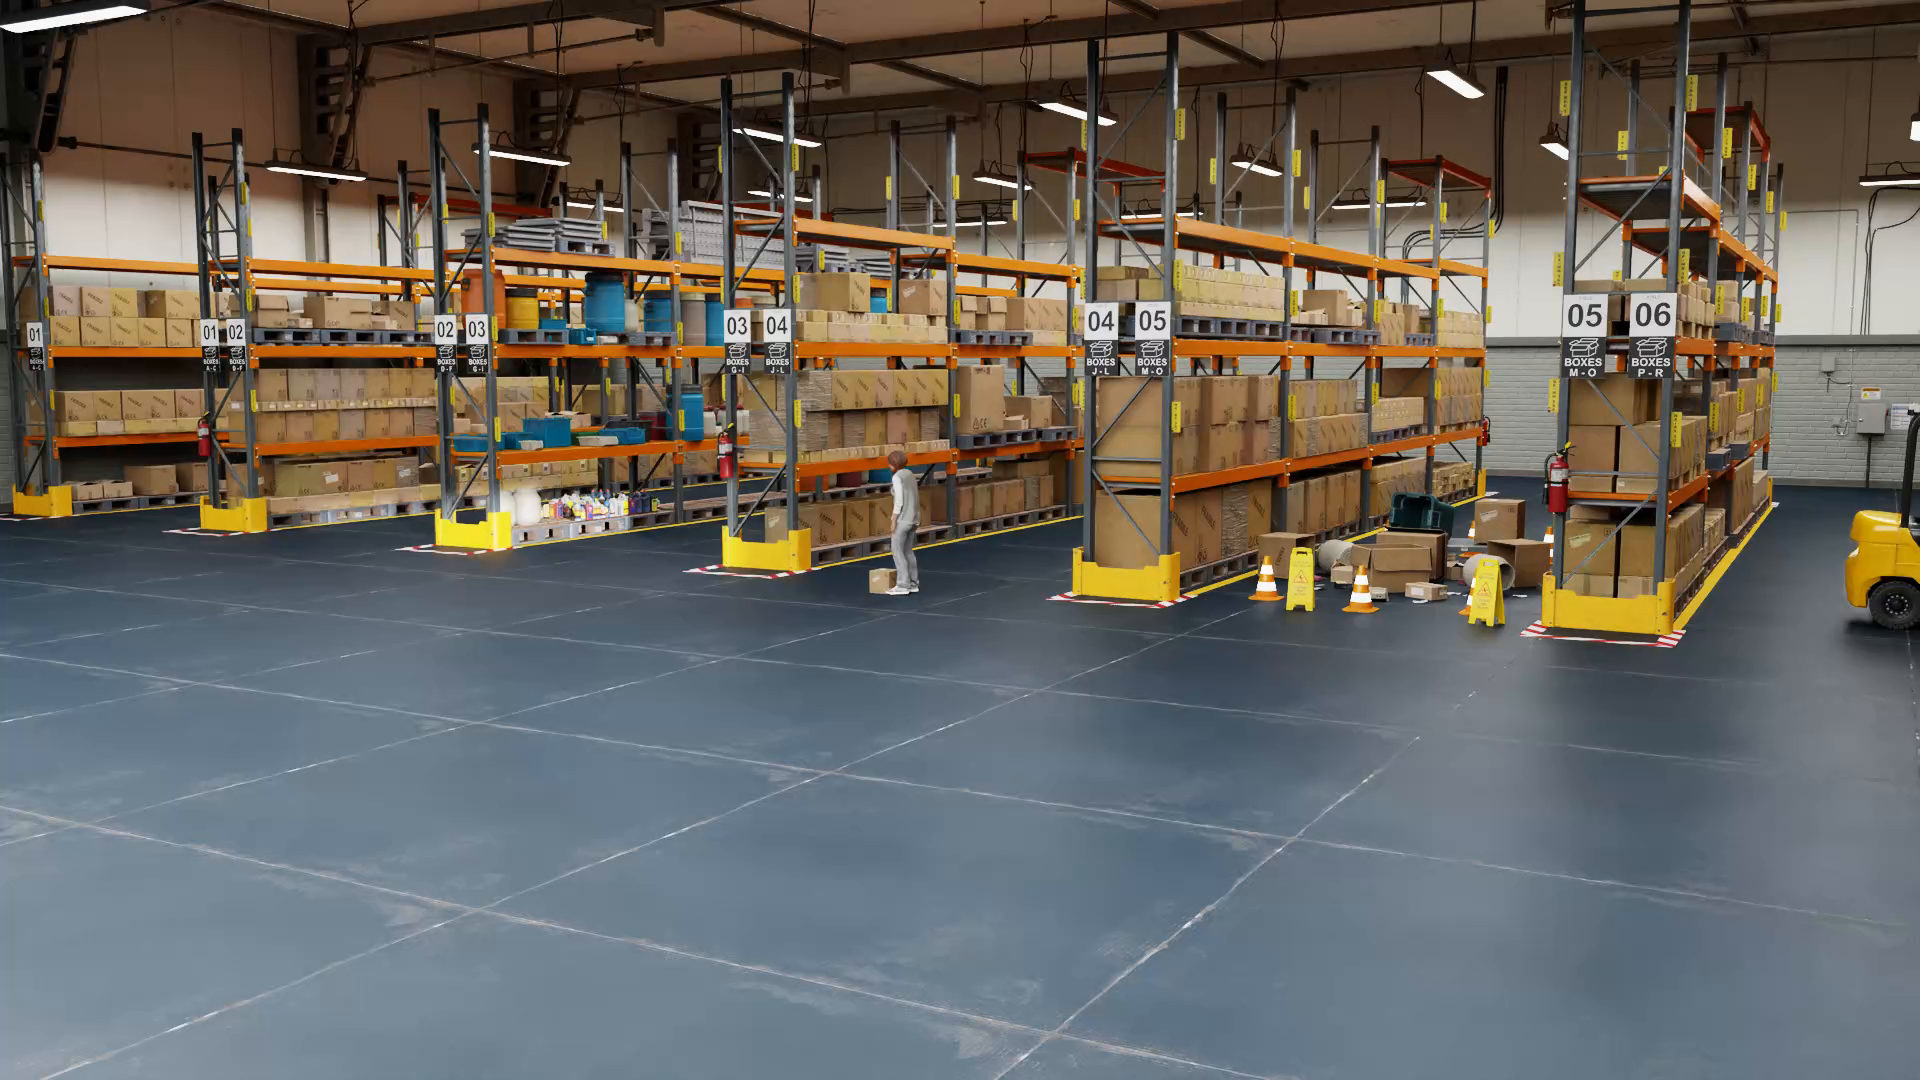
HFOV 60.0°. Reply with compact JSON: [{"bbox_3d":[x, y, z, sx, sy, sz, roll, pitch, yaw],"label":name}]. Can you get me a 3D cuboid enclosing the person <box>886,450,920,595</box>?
[{"bbox_3d":[-0.621,-0.195,18.379,0.347,1.592,0.484,3,7,25],"label":"person"}]
